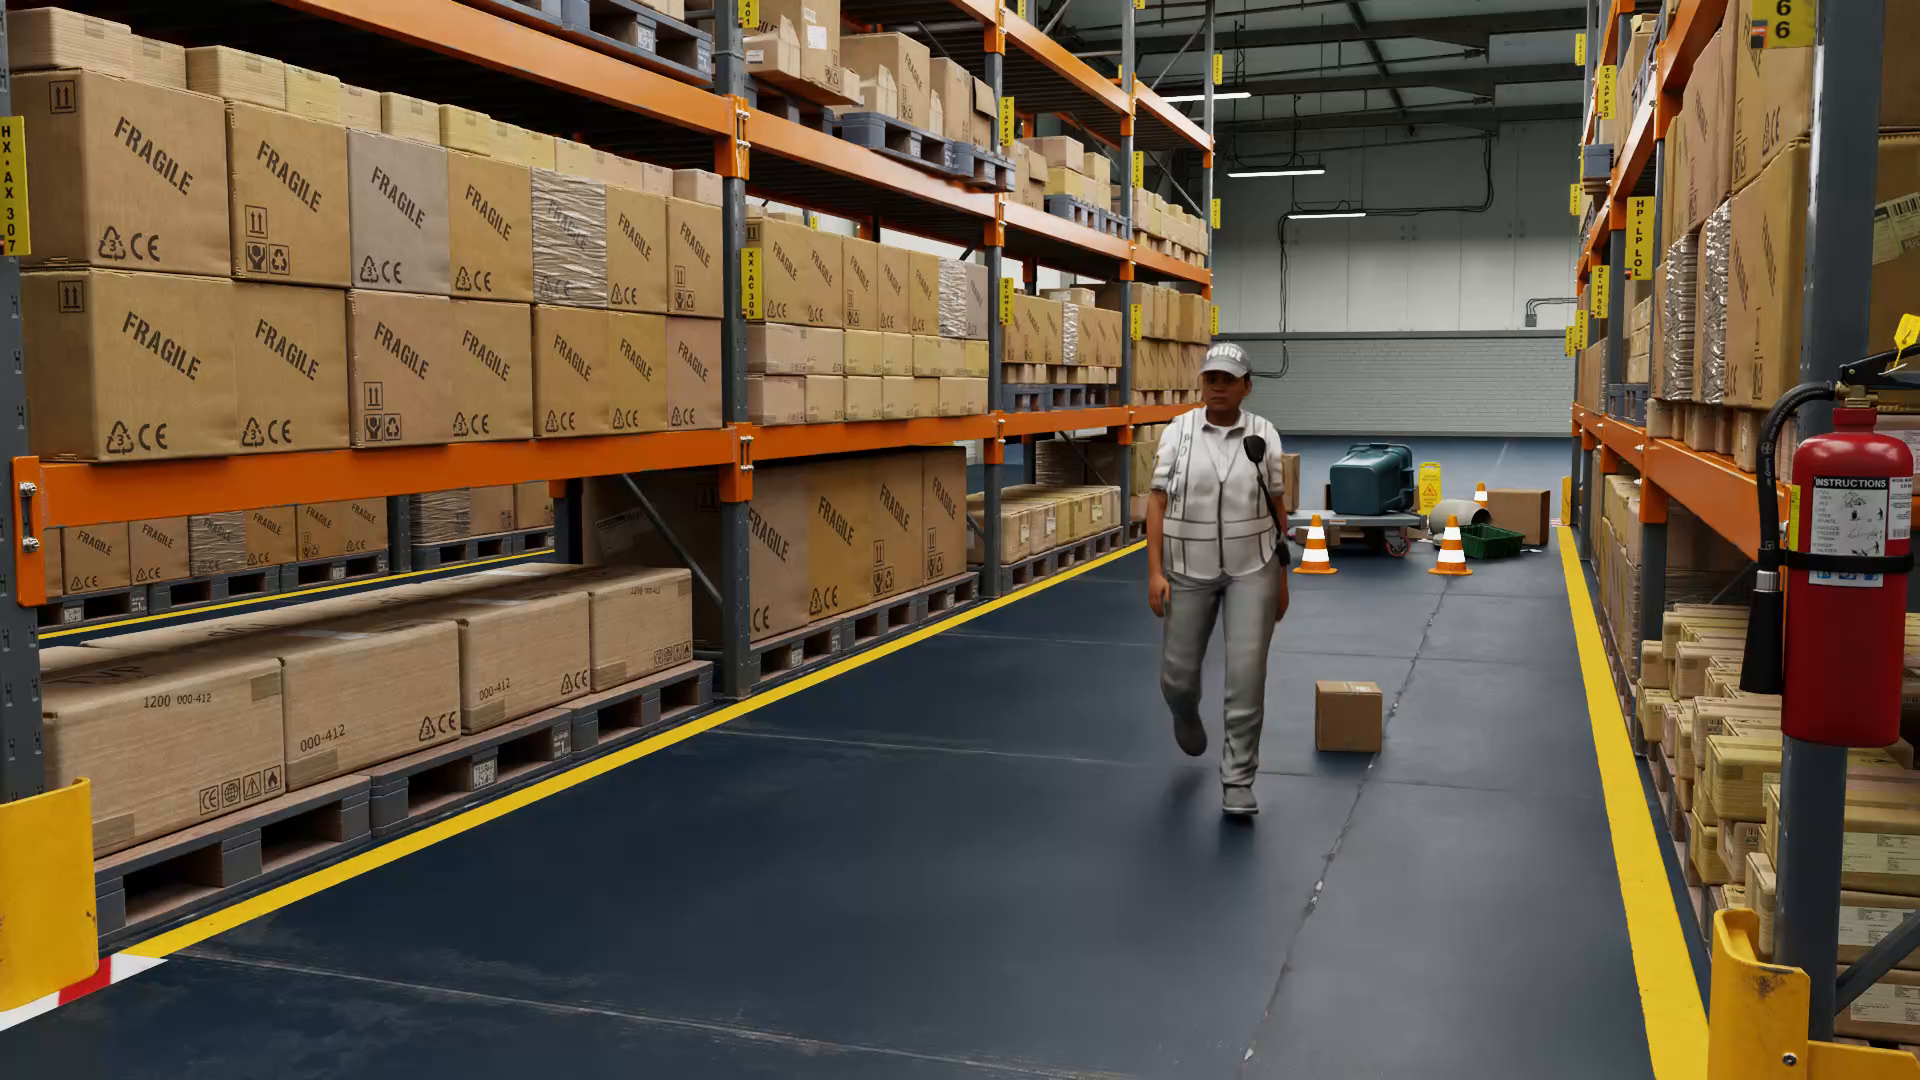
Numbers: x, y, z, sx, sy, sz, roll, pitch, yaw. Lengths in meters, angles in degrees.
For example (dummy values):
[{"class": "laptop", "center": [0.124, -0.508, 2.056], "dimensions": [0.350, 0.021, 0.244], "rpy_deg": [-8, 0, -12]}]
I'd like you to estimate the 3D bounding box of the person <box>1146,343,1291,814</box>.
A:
[{"class": "person", "center": [0.931, 0.110, 6.000], "dimensions": [0.510, 1.627, 0.748], "rpy_deg": [1, 5, 9]}]
